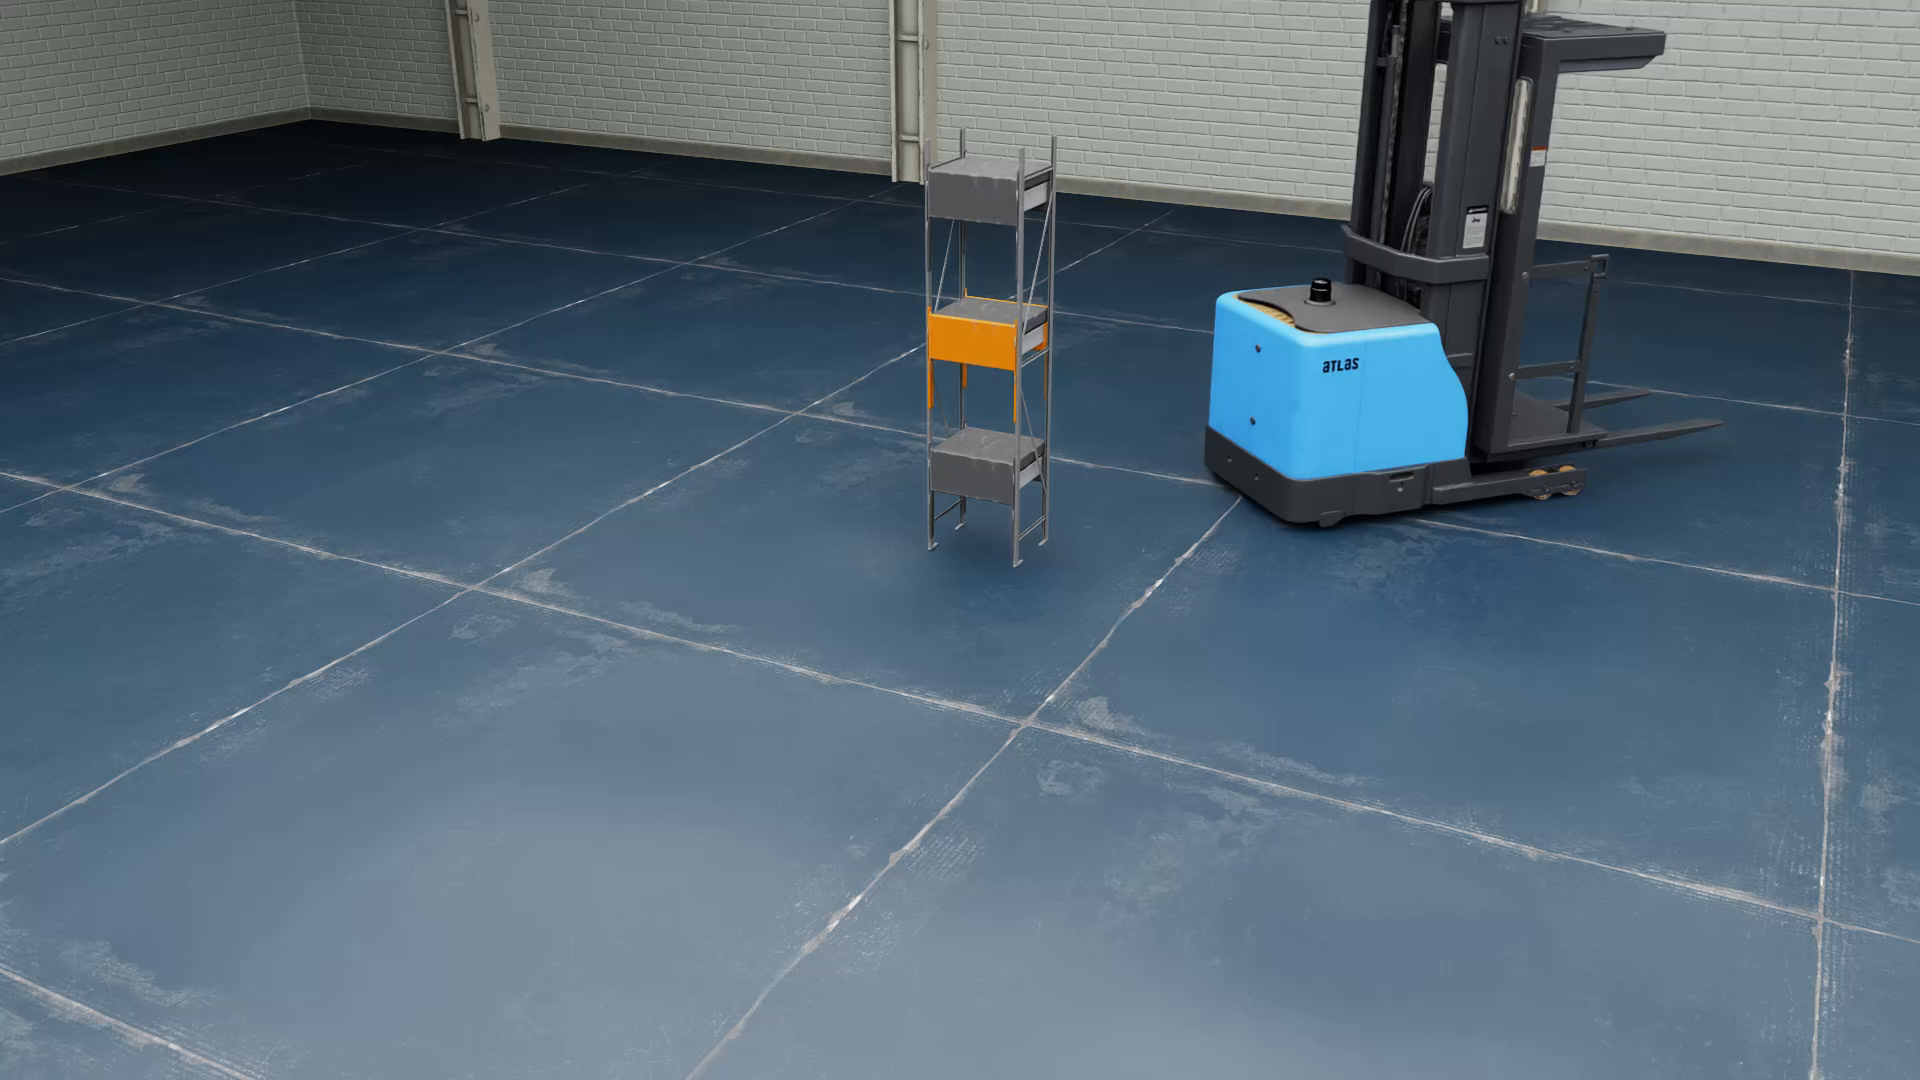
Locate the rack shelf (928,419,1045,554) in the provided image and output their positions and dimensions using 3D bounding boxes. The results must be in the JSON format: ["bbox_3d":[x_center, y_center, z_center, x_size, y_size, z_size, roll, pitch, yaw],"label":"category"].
[{"bbox_3d":[0.148,-0.280,8.550,0.480,0.518,0.431,11,25,25],"label":"rack shelf"}]

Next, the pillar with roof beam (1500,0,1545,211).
[{"bbox_3d":[2.925,-5.426,10.011,0.400,9.000,9.100,11,25,25],"label":"pillar with roof beam"}]

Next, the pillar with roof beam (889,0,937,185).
[{"bbox_3d":[-2.430,-6.486,12.502,0.400,9.000,9.100,11,25,25],"label":"pillar with roof beam"}]

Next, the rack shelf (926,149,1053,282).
[{"bbox_3d":[0.148,-1.569,8.002,0.480,0.518,0.431,11,25,25],"label":"rack shelf"}]

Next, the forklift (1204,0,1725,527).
[{"bbox_3d":[2.979,-1.756,9.134,3.031,2.935,1.130,-8,24,-18],"label":"forklift"}]

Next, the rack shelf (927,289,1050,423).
[{"bbox_3d":[0.148,-0.924,8.276,0.480,0.518,0.431,11,25,25],"label":"rack shelf"}]

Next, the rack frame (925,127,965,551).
[{"bbox_3d":[-0.070,-0.980,8.372,0.015,2.100,0.400,11,25,25],"label":"rack frame"}]

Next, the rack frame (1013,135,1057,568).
[{"bbox_3d":[0.365,-0.894,8.169,0.015,2.100,0.400,11,25,25],"label":"rack frame"}]

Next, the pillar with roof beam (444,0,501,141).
[{"bbox_3d":[-7.784,-7.545,14.993,0.400,9.000,9.100,11,25,25],"label":"pillar with roof beam"}]

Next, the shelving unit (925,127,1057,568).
[{"bbox_3d":[0.148,-0.937,8.270,0.503,2.100,0.431,11,25,25],"label":"shelving unit"}]
